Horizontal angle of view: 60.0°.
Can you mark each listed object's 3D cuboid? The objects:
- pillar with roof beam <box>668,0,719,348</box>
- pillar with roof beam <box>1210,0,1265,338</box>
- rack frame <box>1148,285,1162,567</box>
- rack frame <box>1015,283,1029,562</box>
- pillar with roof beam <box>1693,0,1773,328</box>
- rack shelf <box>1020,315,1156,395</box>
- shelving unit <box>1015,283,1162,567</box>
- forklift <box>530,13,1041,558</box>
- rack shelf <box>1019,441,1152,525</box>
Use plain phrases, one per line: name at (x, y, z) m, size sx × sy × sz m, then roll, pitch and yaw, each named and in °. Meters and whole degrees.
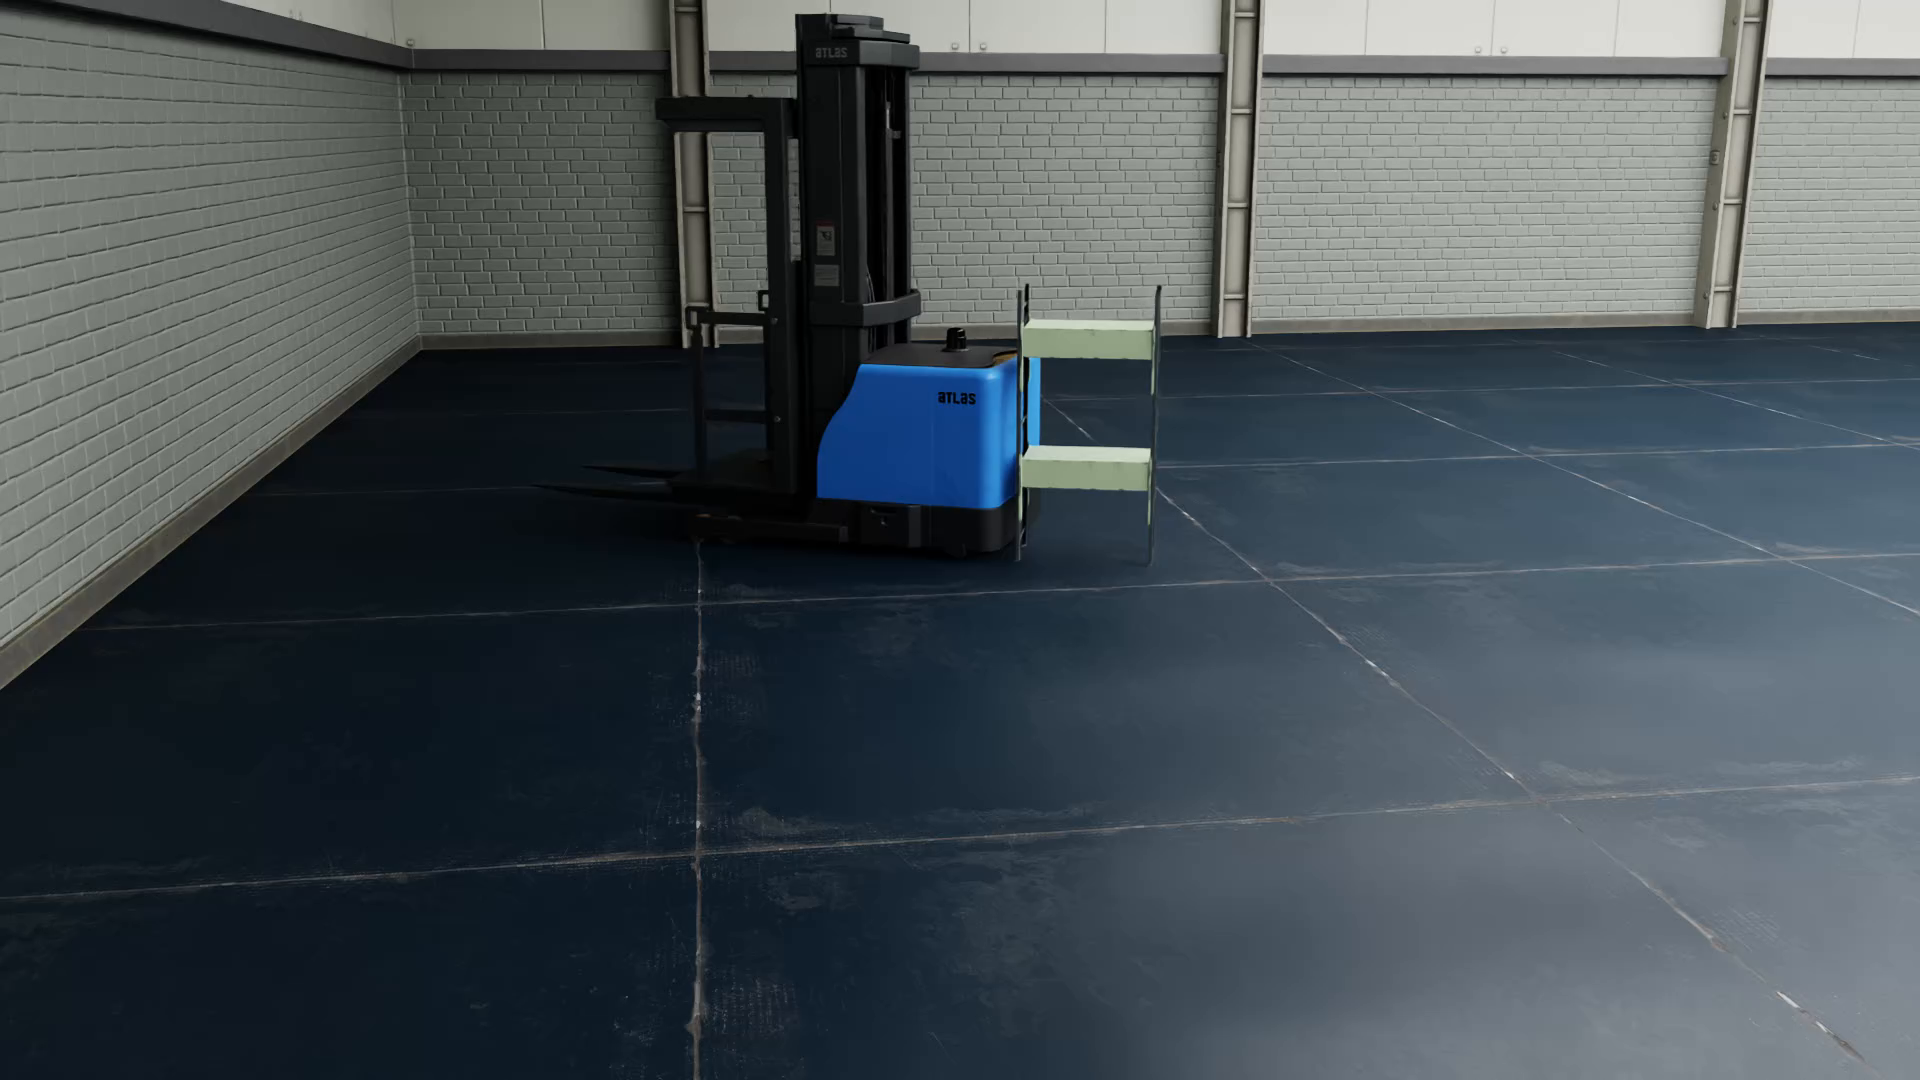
pillar with roof beam at (-2.194, -5.453, 12.964) m, size 0.400 × 9.000 × 9.100 m, roll -2°, pitch 14°, yaw -8°
pillar with roof beam at (3.739, -5.670, 13.831) m, size 0.400 × 9.000 × 9.100 m, roll -2°, pitch 14°, yaw -8°
rack frame at (1.072, -0.628, 9.142) m, size 0.023 × 1.500 × 0.400 m, roll 2°, pitch 14°, yaw 8°
rack frame at (0.347, -0.653, 9.242) m, size 0.023 × 1.500 × 0.400 m, roll 2°, pitch 14°, yaw 8°
pillar with roof beam at (9.672, -5.887, 14.698) m, size 0.400 × 9.000 × 9.100 m, roll -2°, pitch 14°, yaw -8°
rack shelf at (0.709, -1.019, 9.097) m, size 0.720 × 0.370 × 0.431 m, roll 2°, pitch 14°, yaw 8°
shelving unit at (0.709, -0.640, 9.192) m, size 0.755 × 1.500 × 0.431 m, roll 2°, pitch 14°, yaw 8°
forklift at (-1.087, -1.511, 9.722) m, size 3.031 × 2.935 × 1.130 m, roll 4°, pitch 15°, yaw 17°
rack shelf at (0.709, -0.324, 9.271) m, size 0.720 × 0.370 × 0.431 m, roll 2°, pitch 14°, yaw 8°
